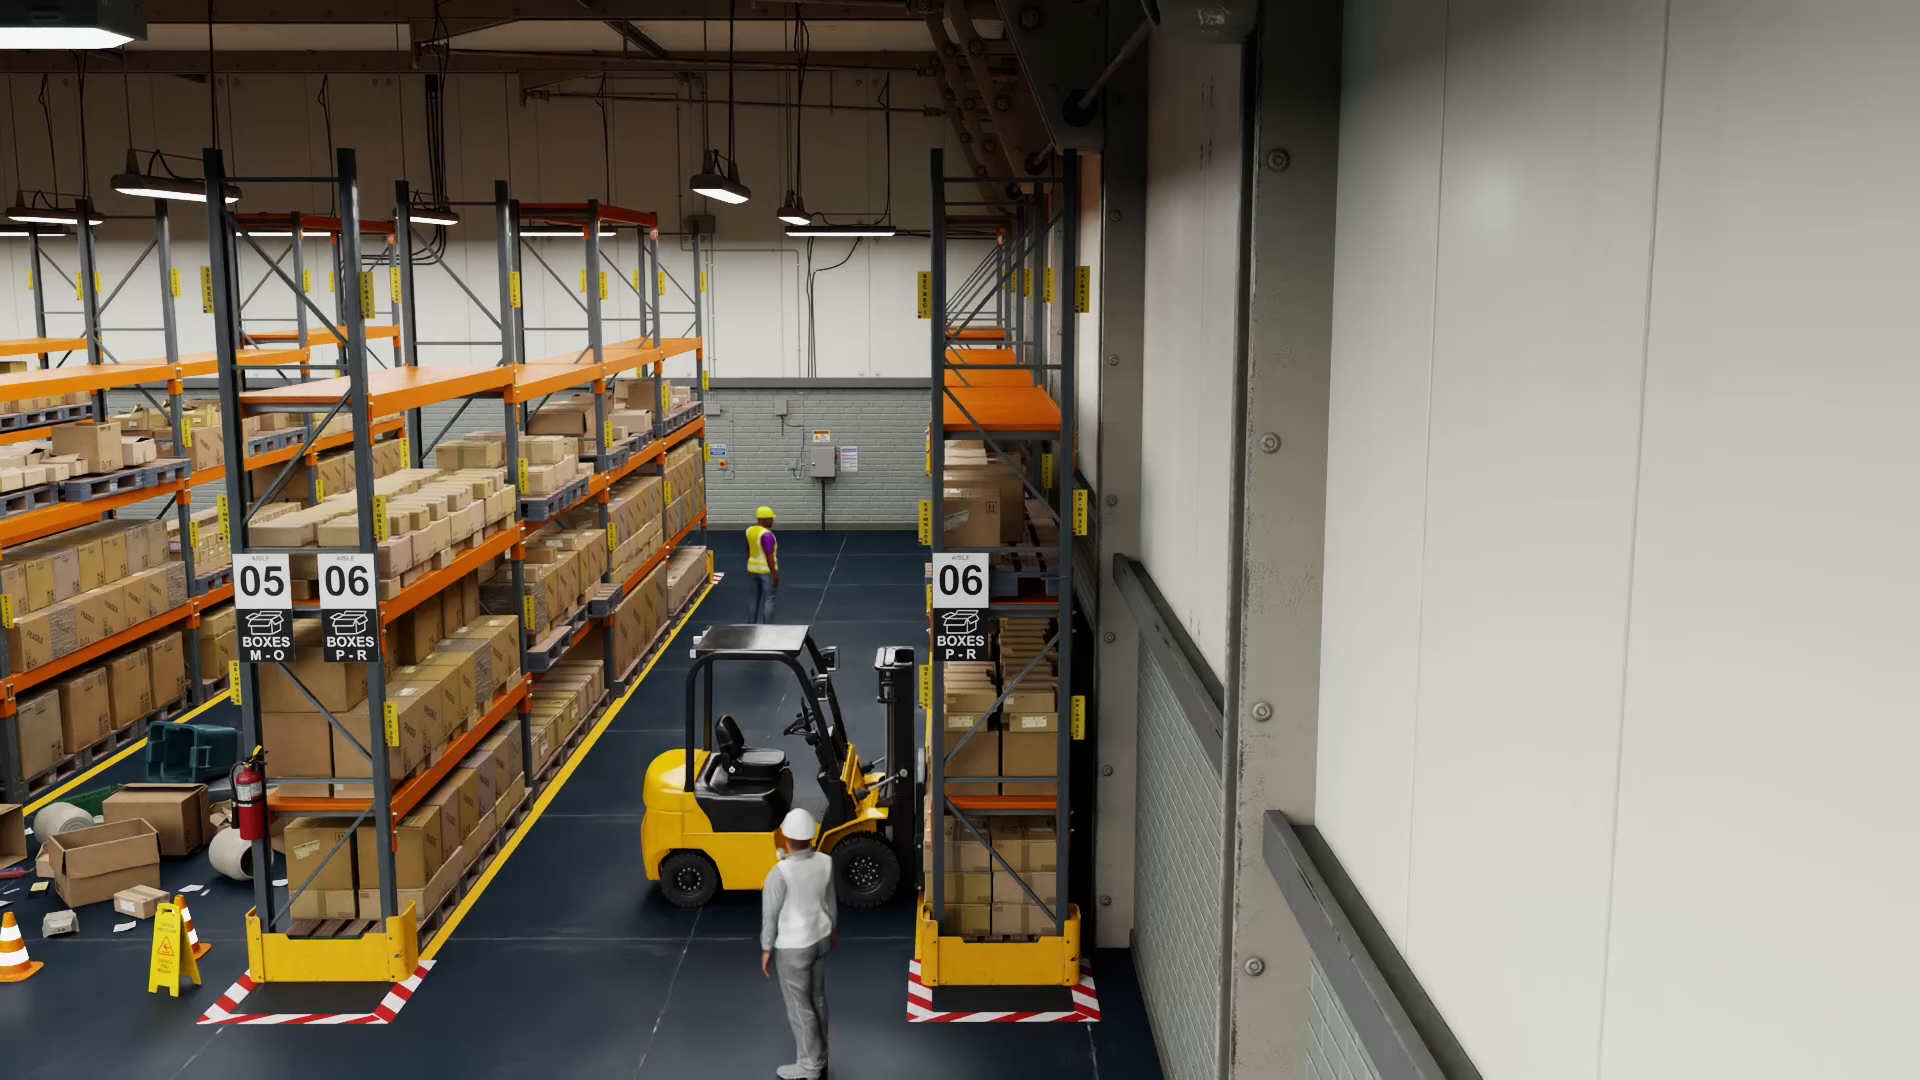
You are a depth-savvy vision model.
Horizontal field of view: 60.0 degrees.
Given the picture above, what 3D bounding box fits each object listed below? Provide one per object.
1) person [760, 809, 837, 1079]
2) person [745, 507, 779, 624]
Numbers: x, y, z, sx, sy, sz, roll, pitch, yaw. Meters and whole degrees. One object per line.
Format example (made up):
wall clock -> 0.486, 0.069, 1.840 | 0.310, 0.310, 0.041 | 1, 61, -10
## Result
person -> -1.027, 2.595, 10.764 | 0.406, 1.785, 0.616 | 5, 10, 27
person -> -2.657, 0.424, 22.397 | 0.606, 1.769, 0.414 | 6, 11, 35
